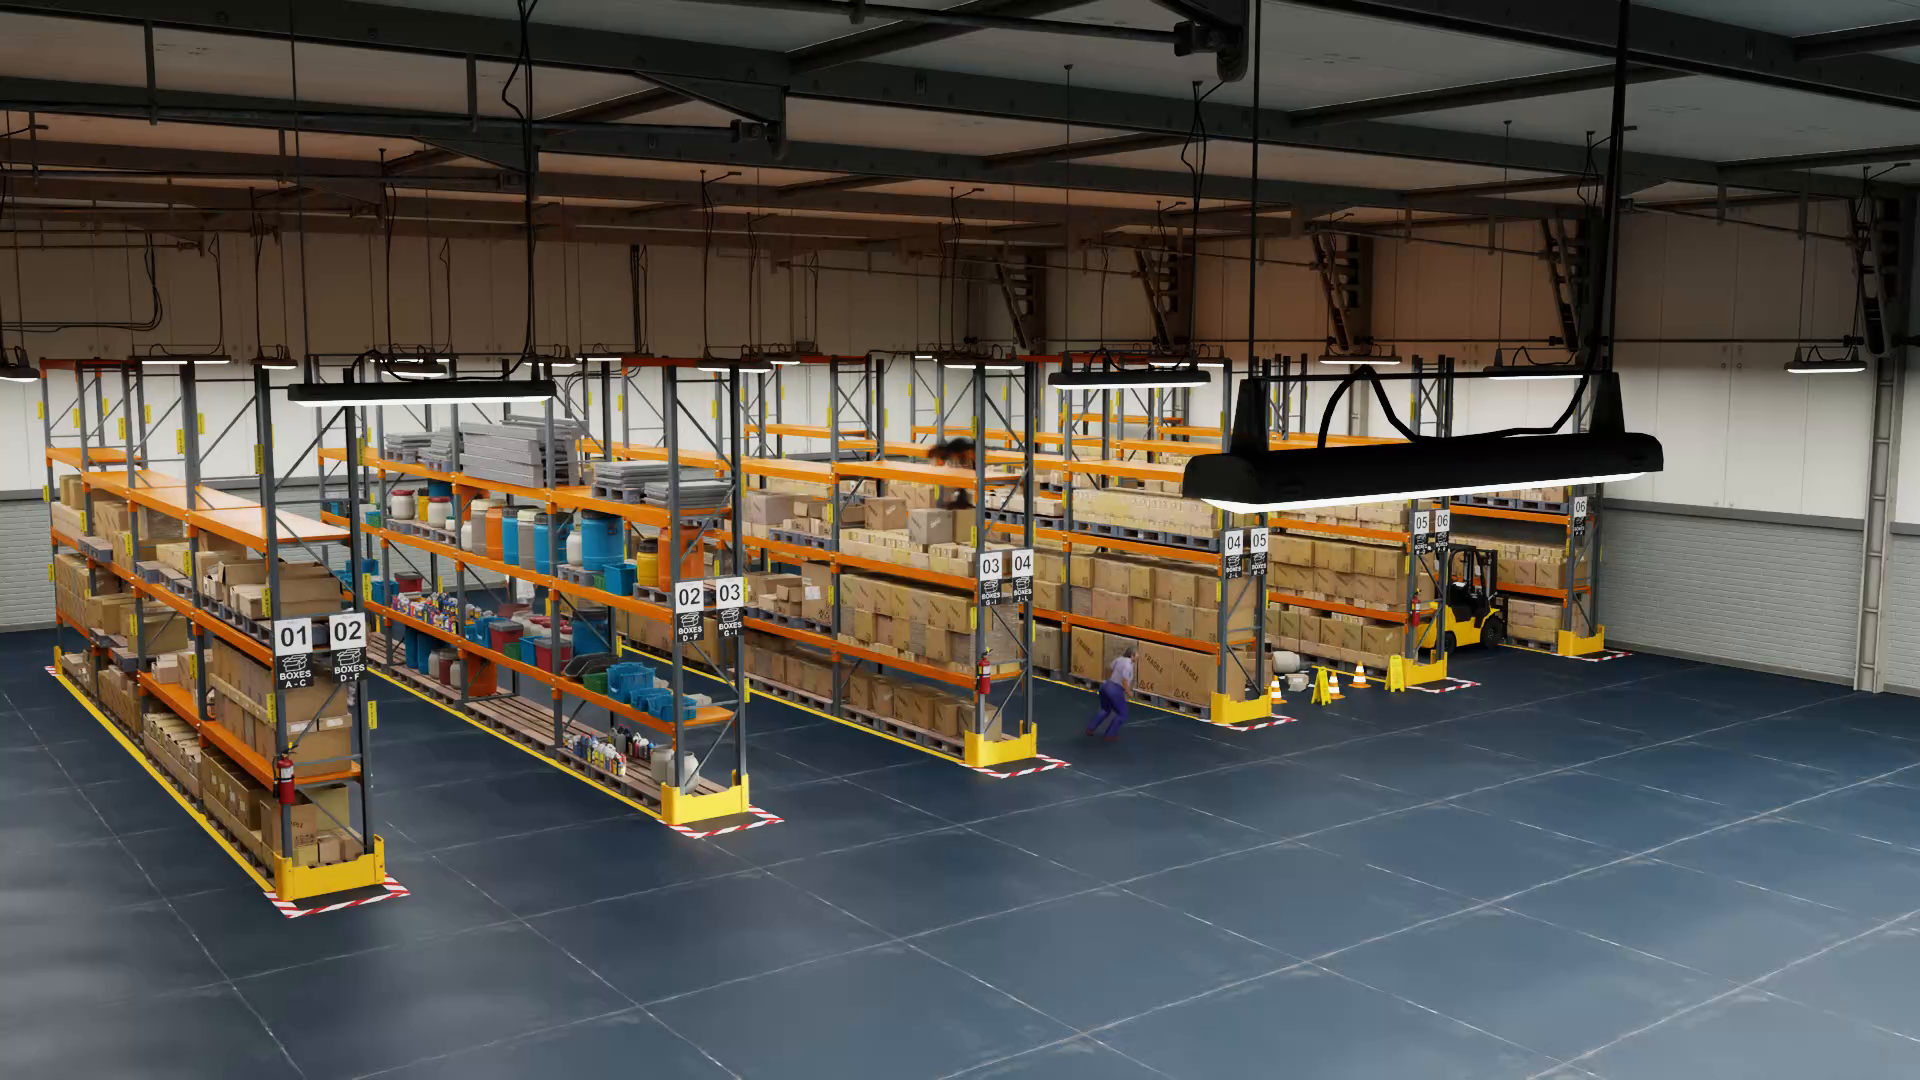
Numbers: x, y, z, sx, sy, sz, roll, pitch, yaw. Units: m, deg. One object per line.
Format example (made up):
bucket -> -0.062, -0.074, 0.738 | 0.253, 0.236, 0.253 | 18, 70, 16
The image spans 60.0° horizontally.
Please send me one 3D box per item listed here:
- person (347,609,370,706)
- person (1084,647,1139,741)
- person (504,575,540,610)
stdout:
person -> -10.669, 2.019, 29.067 | 0.676, 1.711, 0.800 | -5, 9, -38
person -> 2.410, 2.436, 26.327 | 0.805, 1.510, 0.635 | -3, 7, -21
person -> -9.204, 1.235, 35.212 | 0.679, 1.789, 0.724 | -7, 10, -44
